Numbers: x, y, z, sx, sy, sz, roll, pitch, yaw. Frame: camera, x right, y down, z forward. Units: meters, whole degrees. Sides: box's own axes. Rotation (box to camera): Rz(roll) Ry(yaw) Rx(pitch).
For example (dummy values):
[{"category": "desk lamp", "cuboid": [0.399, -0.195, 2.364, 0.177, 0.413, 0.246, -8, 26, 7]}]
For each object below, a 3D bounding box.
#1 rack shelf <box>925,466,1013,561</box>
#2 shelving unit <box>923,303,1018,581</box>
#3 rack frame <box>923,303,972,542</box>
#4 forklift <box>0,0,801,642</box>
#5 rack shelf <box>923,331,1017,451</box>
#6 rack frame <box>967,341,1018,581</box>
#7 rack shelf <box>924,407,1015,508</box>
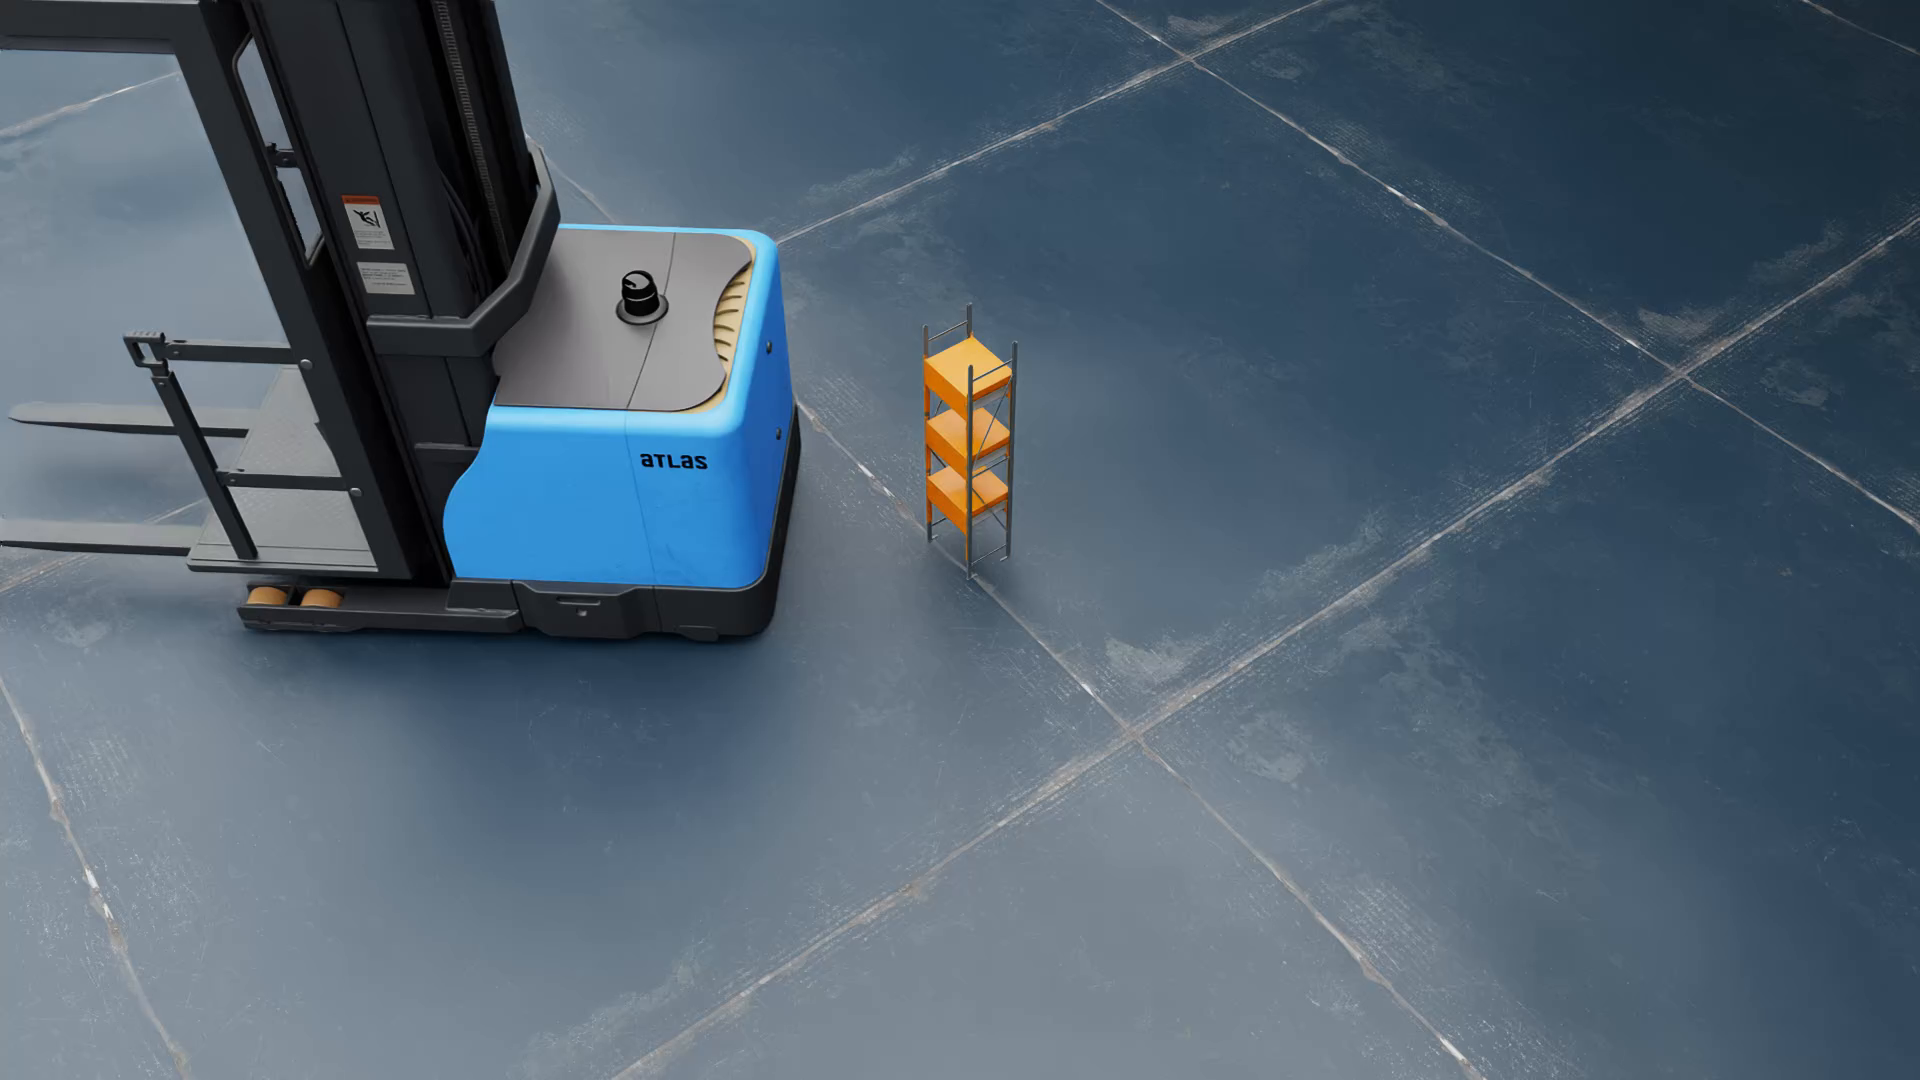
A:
[{"category": "rack shelf", "cuboid": [0.032, -0.127, 6.046, 0.215, 0.259, 0.240, -29, 54, -24]}, {"category": "shelving unit", "cuboid": [0.032, -0.321, 5.832, 0.215, 1.050, 0.252, -29, 54, -24]}, {"category": "rack frame", "cuboid": [-0.041, -0.393, 5.898, 0.200, 1.050, 0.008, -29, 54, -24]}, {"category": "forklift", "cuboid": [-2.154, -1.043, 5.217, 3.031, 2.935, 1.130, 2, 48, 2]}, {"category": "rack shelf", "cuboid": [0.032, -0.505, 5.630, 0.215, 0.259, 0.240, -29, 54, -24]}, {"category": "rack frame", "cuboid": [0.106, -0.249, 5.767, 0.200, 1.050, 0.008, -29, 54, -24]}, {"category": "rack shelf", "cuboid": [0.032, -0.314, 5.840, 0.215, 0.259, 0.240, -29, 54, -24]}]
